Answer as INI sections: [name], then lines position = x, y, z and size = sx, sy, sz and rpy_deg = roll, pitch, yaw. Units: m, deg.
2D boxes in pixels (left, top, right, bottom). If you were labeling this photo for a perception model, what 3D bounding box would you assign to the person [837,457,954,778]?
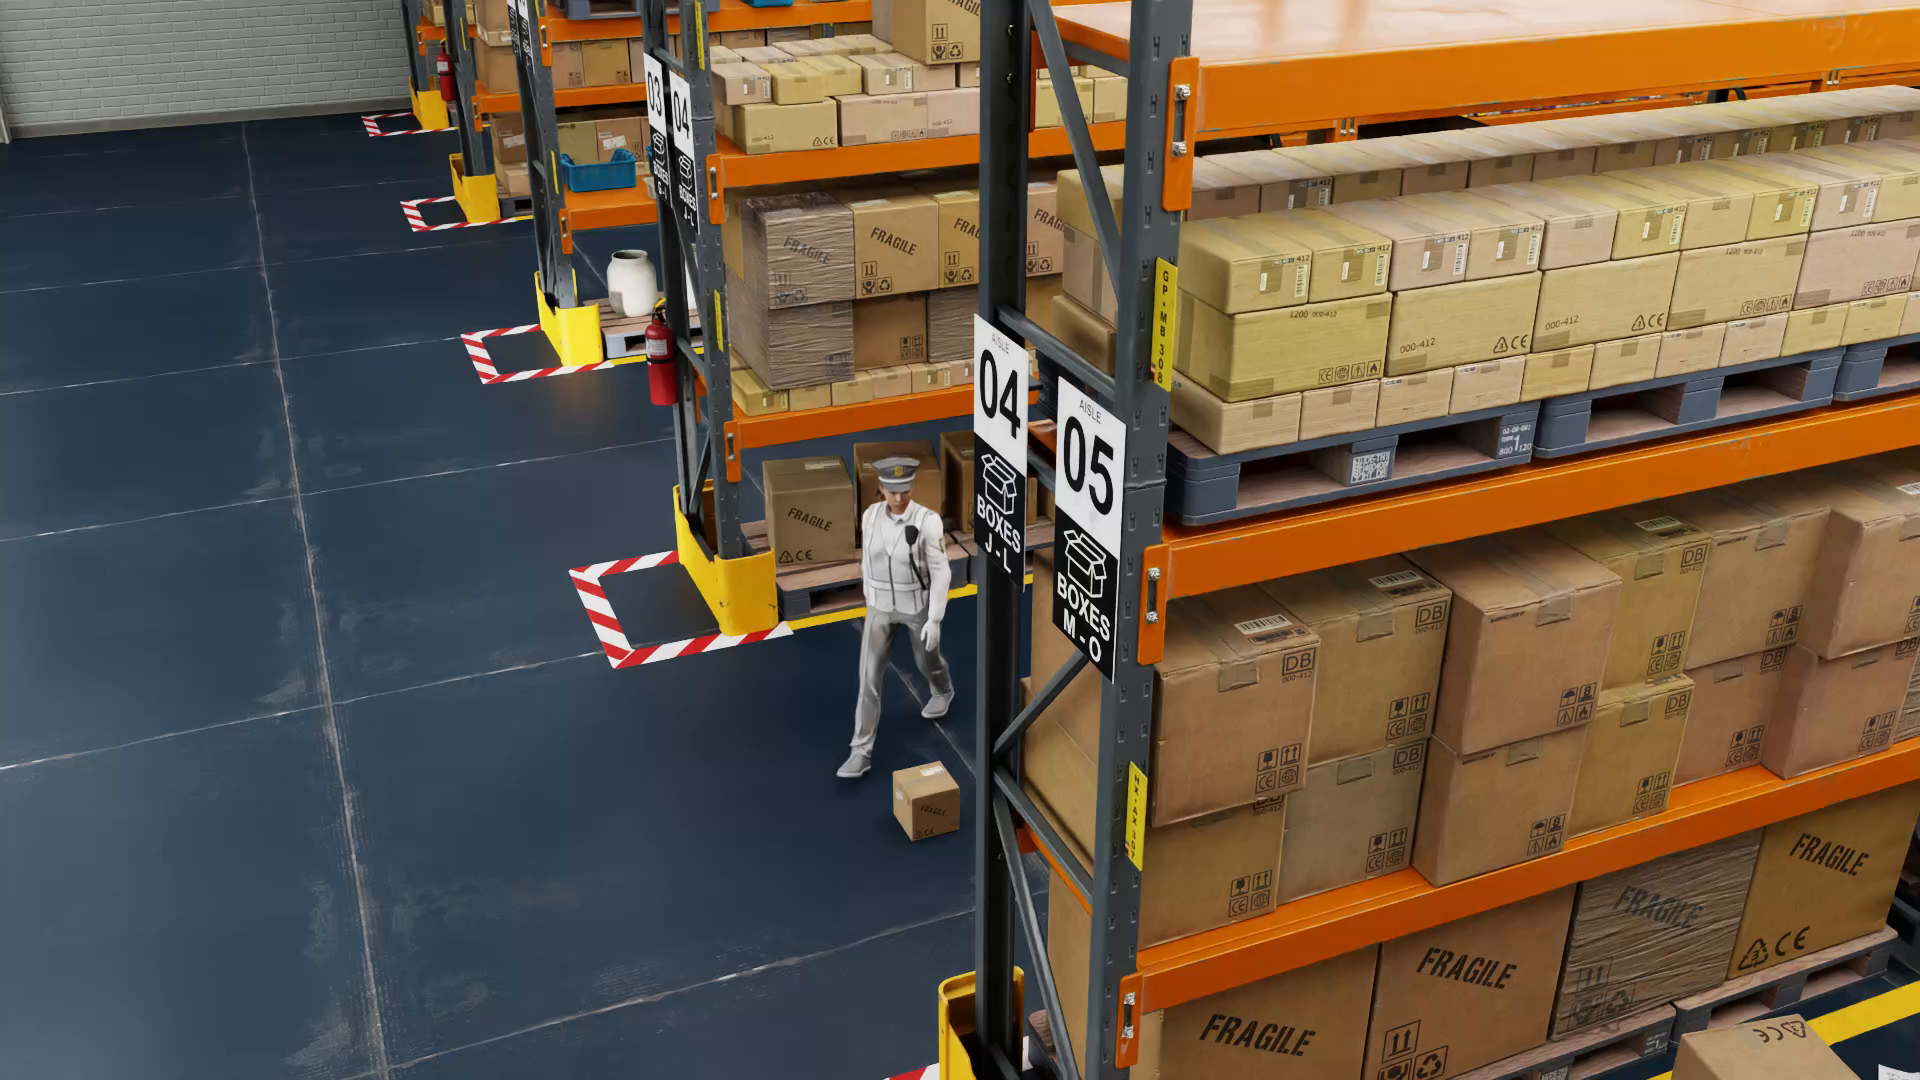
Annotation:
[person]
position = -0.306, 0.358, 8.391
size = 0.510, 1.609, 1.028
rpy_deg = 7, 27, 13
